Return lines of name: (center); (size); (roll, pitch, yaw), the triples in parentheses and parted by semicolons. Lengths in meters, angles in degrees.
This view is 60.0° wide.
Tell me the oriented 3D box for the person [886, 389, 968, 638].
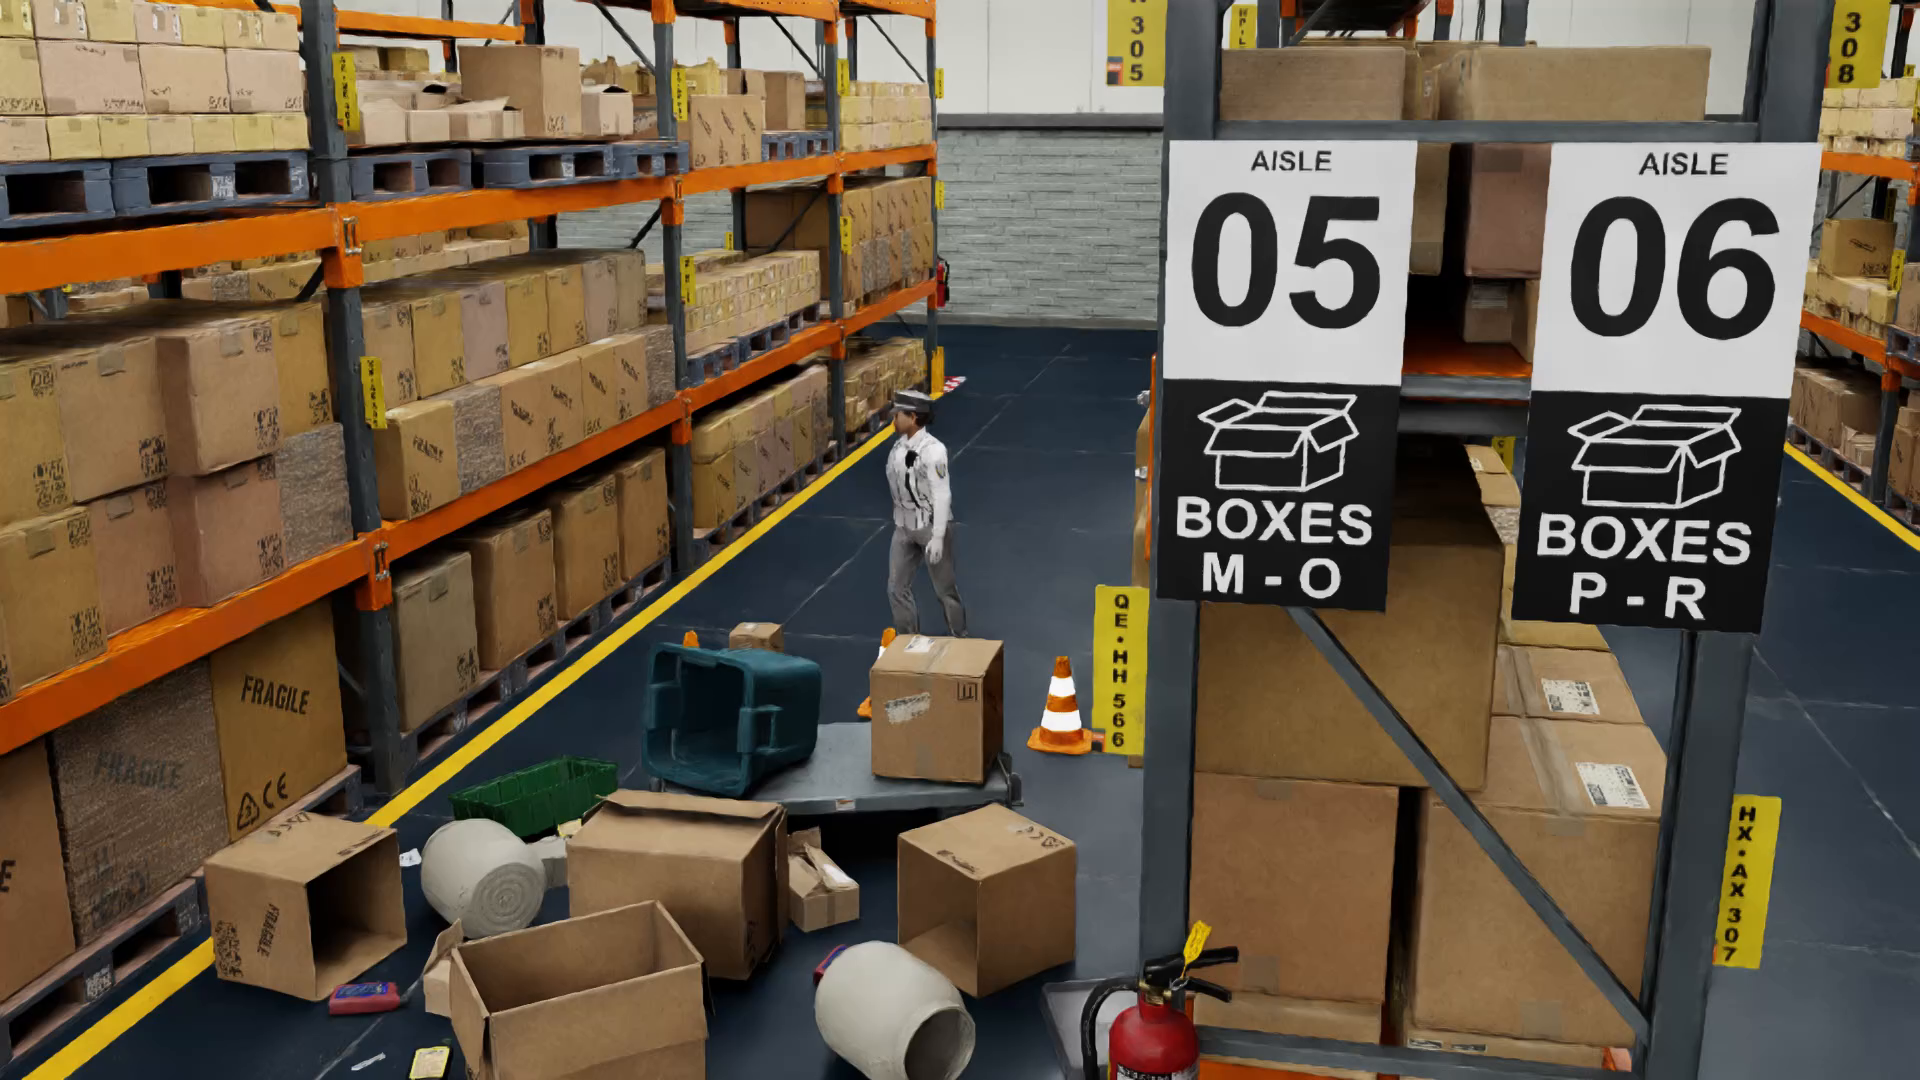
person: (-0.216, -0.057, 9.706); (0.550, 1.671, 0.499); (-11, 19, -37)
